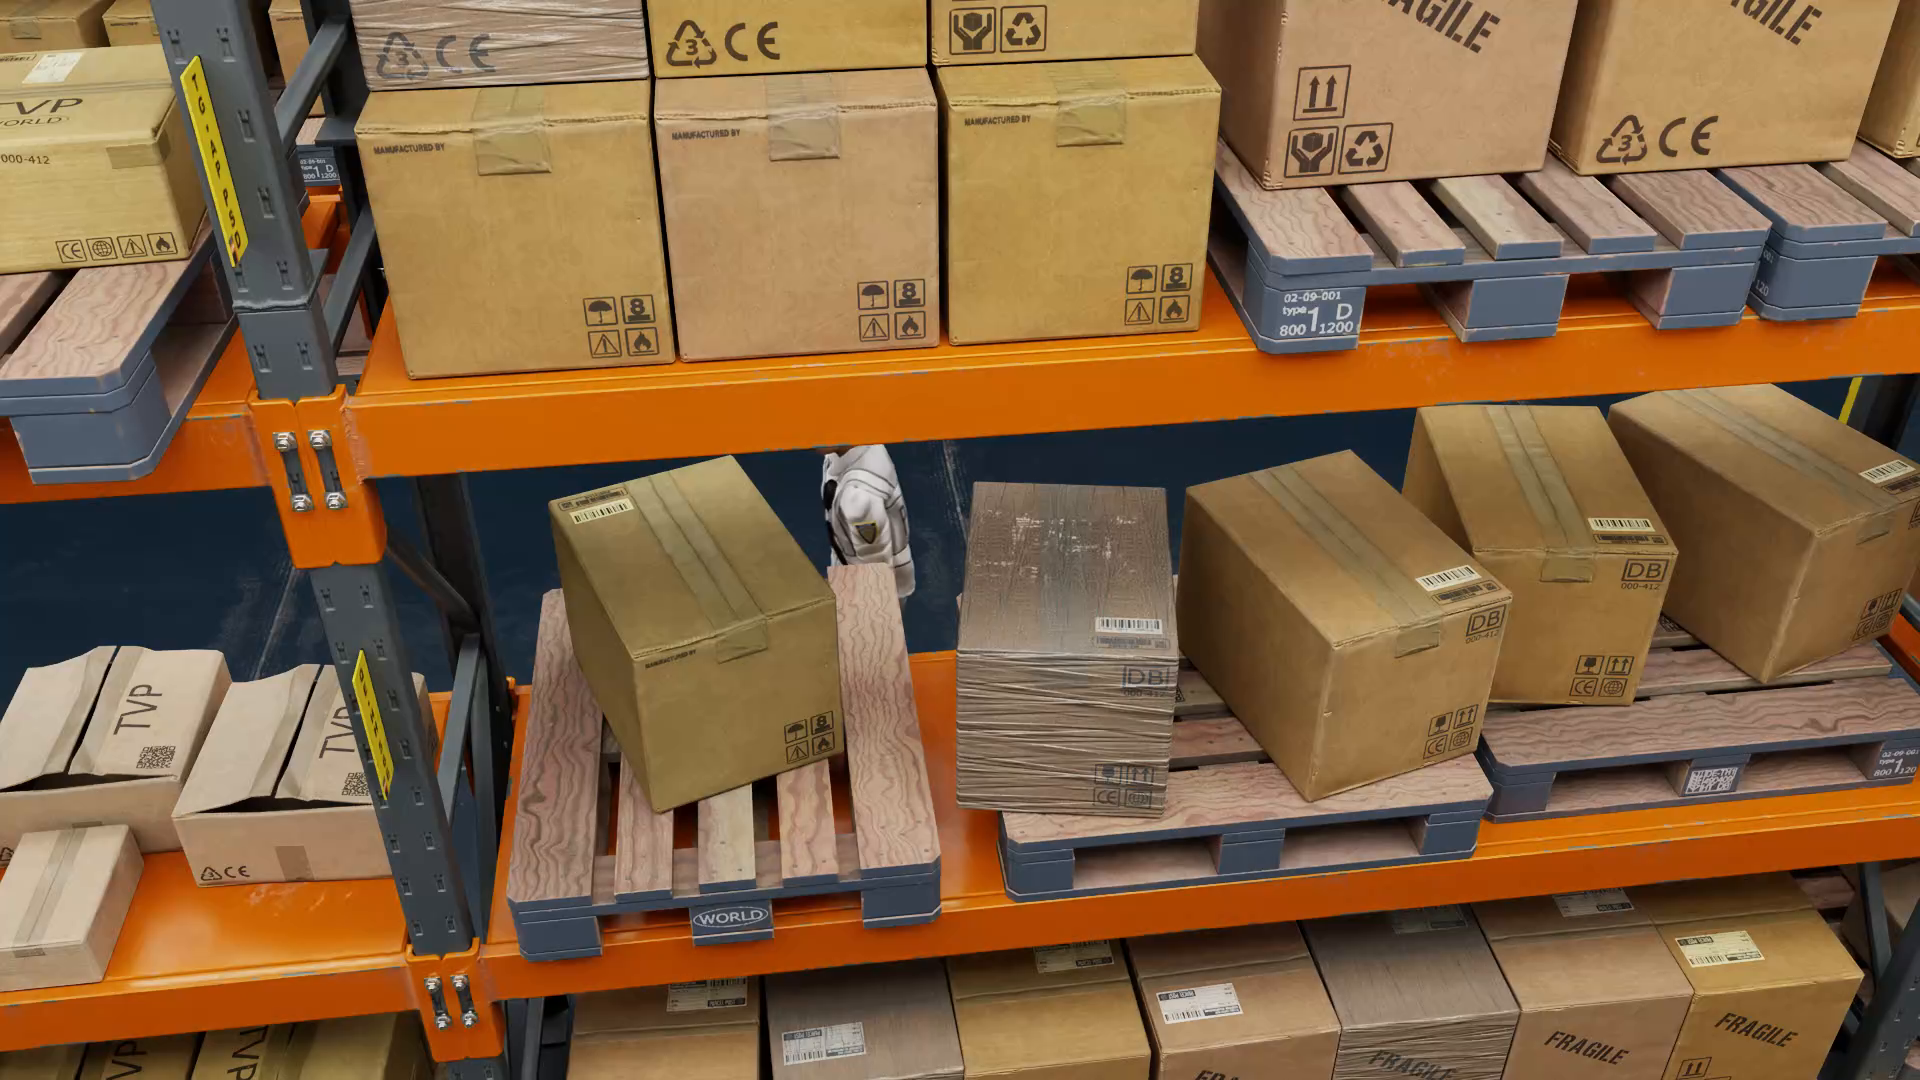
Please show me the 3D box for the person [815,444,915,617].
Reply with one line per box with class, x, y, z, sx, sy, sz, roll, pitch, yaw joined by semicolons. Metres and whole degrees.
person;-0.353;0.162;5.911;0.376;1.663;0.531;-5;35;-7
